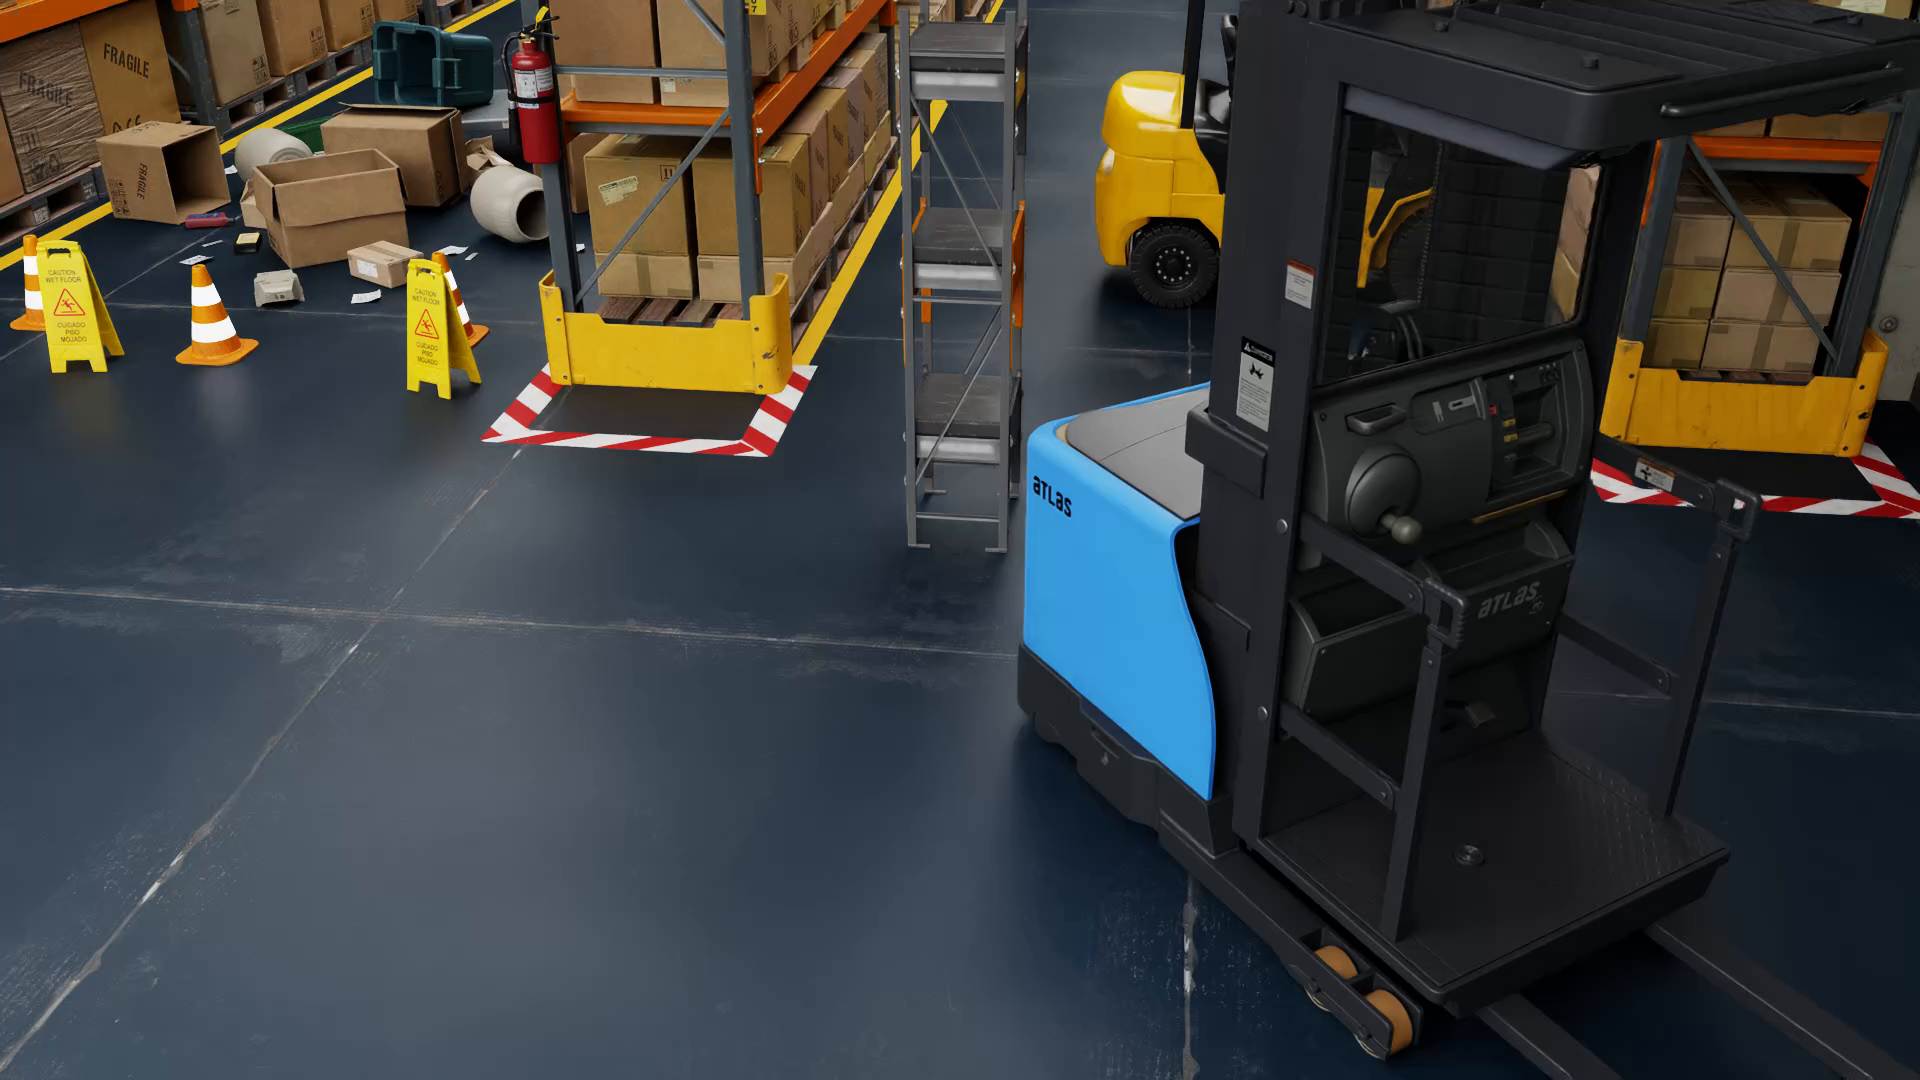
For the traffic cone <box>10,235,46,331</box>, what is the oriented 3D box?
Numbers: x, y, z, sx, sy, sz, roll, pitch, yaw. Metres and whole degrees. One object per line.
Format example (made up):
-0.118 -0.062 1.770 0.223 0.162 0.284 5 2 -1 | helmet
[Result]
-4.888 -1.391 8.844 0.336 0.463 0.334 3 28 6 | traffic cone

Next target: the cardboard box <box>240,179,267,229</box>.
-4.255 -2.104 10.375 0.396 0.266 0.258 8 29 15 | cardboard box

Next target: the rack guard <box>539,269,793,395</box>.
-1.428 -1.036 8.145 1.175 0.500 0.348 3 28 6 | rack guard

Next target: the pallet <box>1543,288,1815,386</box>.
3.541 -0.949 8.288 1.003 0.211 1.213 3 28 6 | pallet

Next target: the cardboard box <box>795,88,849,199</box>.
-0.933 -2.262 9.451 0.500 0.500 0.500 4 29 7 | cardboard box

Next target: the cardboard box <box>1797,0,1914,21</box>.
3.788 -2.288 7.045 0.380 0.149 0.250 3 28 5 | cardboard box

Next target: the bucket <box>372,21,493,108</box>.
-3.601 -3.253 11.475 0.726 0.611 0.620 14 21 24 | bucket

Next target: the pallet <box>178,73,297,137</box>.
-5.853 -3.363 12.770 1.003 0.211 1.213 3 28 6 | pallet

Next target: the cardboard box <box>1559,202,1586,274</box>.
3.311 -1.491 8.284 0.500 0.250 0.500 3 28 6 | cardboard box

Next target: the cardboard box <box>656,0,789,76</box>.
-1.104 -2.482 7.776 0.500 0.500 0.500 3 28 5 | cardboard box

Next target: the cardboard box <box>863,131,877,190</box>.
-0.808 -2.413 10.522 0.500 0.250 0.500 3 28 5 | cardboard box

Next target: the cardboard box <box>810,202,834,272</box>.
-0.994 -1.678 9.159 0.500 0.250 0.500 4 29 8 | cardboard box

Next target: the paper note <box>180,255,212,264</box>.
-4.491 -1.653 9.787 0.144 0.017 0.142 14 31 24 | paper note

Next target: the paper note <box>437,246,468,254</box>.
-3.044 -1.740 9.960 0.148 0.019 0.142 14 31 24 | paper note

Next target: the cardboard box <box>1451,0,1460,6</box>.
4.225 -3.801 12.704 0.875 0.625 0.625 2 28 4 | cardboard box

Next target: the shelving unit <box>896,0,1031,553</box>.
0.020 -1.002 6.397 0.431 2.100 0.503 3 28 6 | shelving unit

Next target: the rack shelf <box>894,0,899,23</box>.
-0.702 -4.608 12.899 1.077 0.370 4.000 3 28 6 | rack shelf

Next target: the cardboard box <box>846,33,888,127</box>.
-0.754 -2.994 10.810 0.500 0.500 0.500 3 28 5 | cardboard box

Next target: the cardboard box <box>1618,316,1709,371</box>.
3.233 -1.028 7.951 0.500 0.250 0.500 4 29 7 | cardboard box

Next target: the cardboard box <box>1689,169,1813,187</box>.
3.794 -1.679 8.106 0.500 0.250 0.500 3 28 6 | cardboard box

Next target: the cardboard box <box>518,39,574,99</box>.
-2.718 -3.306 11.560 0.500 0.500 0.500 3 28 6 | cardboard box

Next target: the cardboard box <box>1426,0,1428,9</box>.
4.308 -4.875 14.830 0.500 0.500 0.500 4 29 8 | cardboard box

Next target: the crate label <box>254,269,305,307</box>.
-3.774 -1.396 9.196 0.250 0.136 0.298 -11 30 -20 | crate label

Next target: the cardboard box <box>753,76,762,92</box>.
-1.174 -2.257 8.042 0.380 0.149 0.250 4 29 7 | cardboard box

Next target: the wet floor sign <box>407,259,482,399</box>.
-2.523 -1.037 7.994 0.267 0.644 0.232 14 31 24 | wet floor sign

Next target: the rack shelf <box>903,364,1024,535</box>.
0.020 -0.374 6.735 0.431 0.518 0.480 3 28 6 | rack shelf

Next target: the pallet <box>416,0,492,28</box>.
-5.285 -5.246 16.266 1.003 0.211 1.213 3 28 6 | pallet

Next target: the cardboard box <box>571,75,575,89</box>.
-1.683 -2.304 8.129 0.380 0.149 0.250 3 28 6 | cardboard box

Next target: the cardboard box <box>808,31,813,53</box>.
-0.986 -2.618 8.712 0.380 0.149 0.250 4 29 8 | cardboard box

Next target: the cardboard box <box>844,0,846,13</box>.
-0.867 -3.107 9.619 0.380 0.149 0.250 3 28 5 | cardboard box

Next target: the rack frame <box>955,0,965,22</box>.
-0.457 -5.866 14.476 1.000 3.000 0.127 3 28 6 | rack frame

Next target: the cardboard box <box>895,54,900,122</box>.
-0.886 -3.258 11.963 0.950 0.372 0.625 4 29 7 | cardboard box

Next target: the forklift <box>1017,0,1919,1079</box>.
1.371 -0.212 4.053 1.130 2.935 3.031 -16 32 -26 | forklift

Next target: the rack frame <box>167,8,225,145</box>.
-5.873 -4.223 11.427 1.000 3.000 0.127 3 28 6 | rack frame

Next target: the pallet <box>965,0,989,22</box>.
-0.286 -5.005 15.818 1.003 0.211 1.213 3 28 6 | pallet

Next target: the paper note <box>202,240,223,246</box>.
-4.529 -1.797 10.075 0.032 0.001 0.123 20 34 32 | paper note

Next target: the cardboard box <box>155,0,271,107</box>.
-5.886 -3.715 12.413 1.050 0.750 0.750 3 28 6 | cardboard box

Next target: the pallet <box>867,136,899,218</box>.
-0.995 -2.437 11.052 1.003 0.211 1.213 3 28 6 | pallet

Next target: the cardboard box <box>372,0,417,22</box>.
-5.546 -5.019 14.833 1.050 0.750 0.750 3 28 6 | cardboard box

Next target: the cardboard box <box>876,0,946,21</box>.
-0.619 -4.281 13.861 0.950 0.372 0.625 3 28 5 | cardboard box

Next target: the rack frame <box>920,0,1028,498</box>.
0.050 -1.117 6.610 0.400 2.100 0.015 3 28 6 | rack frame

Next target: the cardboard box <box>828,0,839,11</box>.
-0.929 -3.206 9.119 0.500 0.500 0.500 3 28 5 | cardboard box

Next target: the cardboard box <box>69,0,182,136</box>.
-6.019 -3.181 11.289 0.875 0.875 0.875 4 29 7 | cardboard box

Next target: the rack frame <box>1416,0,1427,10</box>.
4.469 -5.579 13.944 1.000 3.000 0.127 3 28 6 | rack frame

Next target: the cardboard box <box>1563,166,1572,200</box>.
3.345 -1.942 8.594 0.500 0.250 0.500 4 29 7 | cardboard box

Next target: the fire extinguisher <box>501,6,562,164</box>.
-1.909 -2.039 7.454 0.296 0.674 0.183 3 28 6 | fire extinguisher
